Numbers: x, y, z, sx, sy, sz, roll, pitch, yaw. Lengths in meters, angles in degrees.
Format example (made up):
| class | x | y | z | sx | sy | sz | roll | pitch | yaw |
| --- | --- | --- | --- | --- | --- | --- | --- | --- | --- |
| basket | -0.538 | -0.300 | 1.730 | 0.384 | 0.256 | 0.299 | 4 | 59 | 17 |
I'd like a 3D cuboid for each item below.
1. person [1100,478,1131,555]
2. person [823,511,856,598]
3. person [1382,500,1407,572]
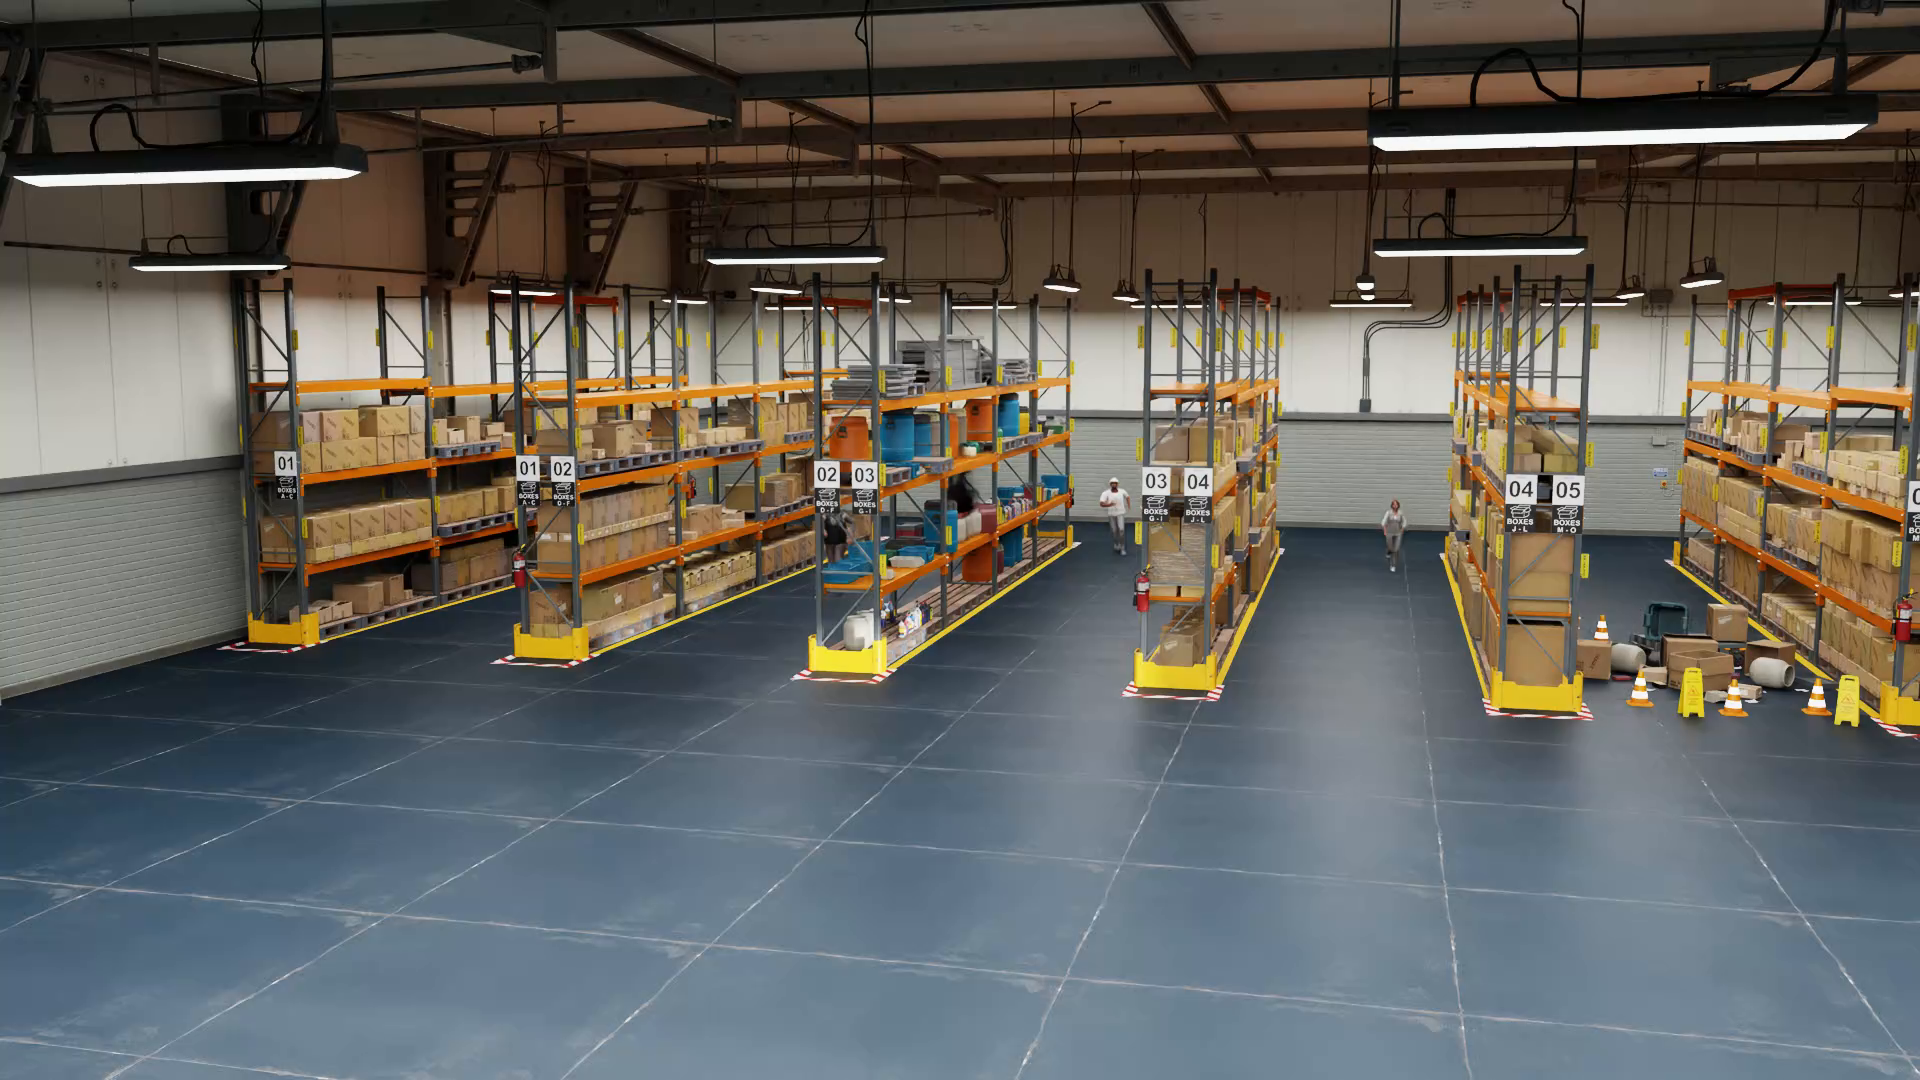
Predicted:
| class | x | y | z | sx | sy | sz | roll | pitch | yaw |
| --- | --- | --- | --- | --- | --- | --- | --- | --- | --- |
| person | 3.662 | -0.564 | 39.224 | 0.722 | 1.824 | 0.762 | 1 | 7 | 7 |
| person | -2.343 | 0.154 | 31.289 | 0.671 | 1.840 | 0.725 | 1 | 7 | 11 |
| person | 9.478 | -0.107 | 36.308 | 0.537 | 1.555 | 0.581 | 1 | 7 | 8 |
